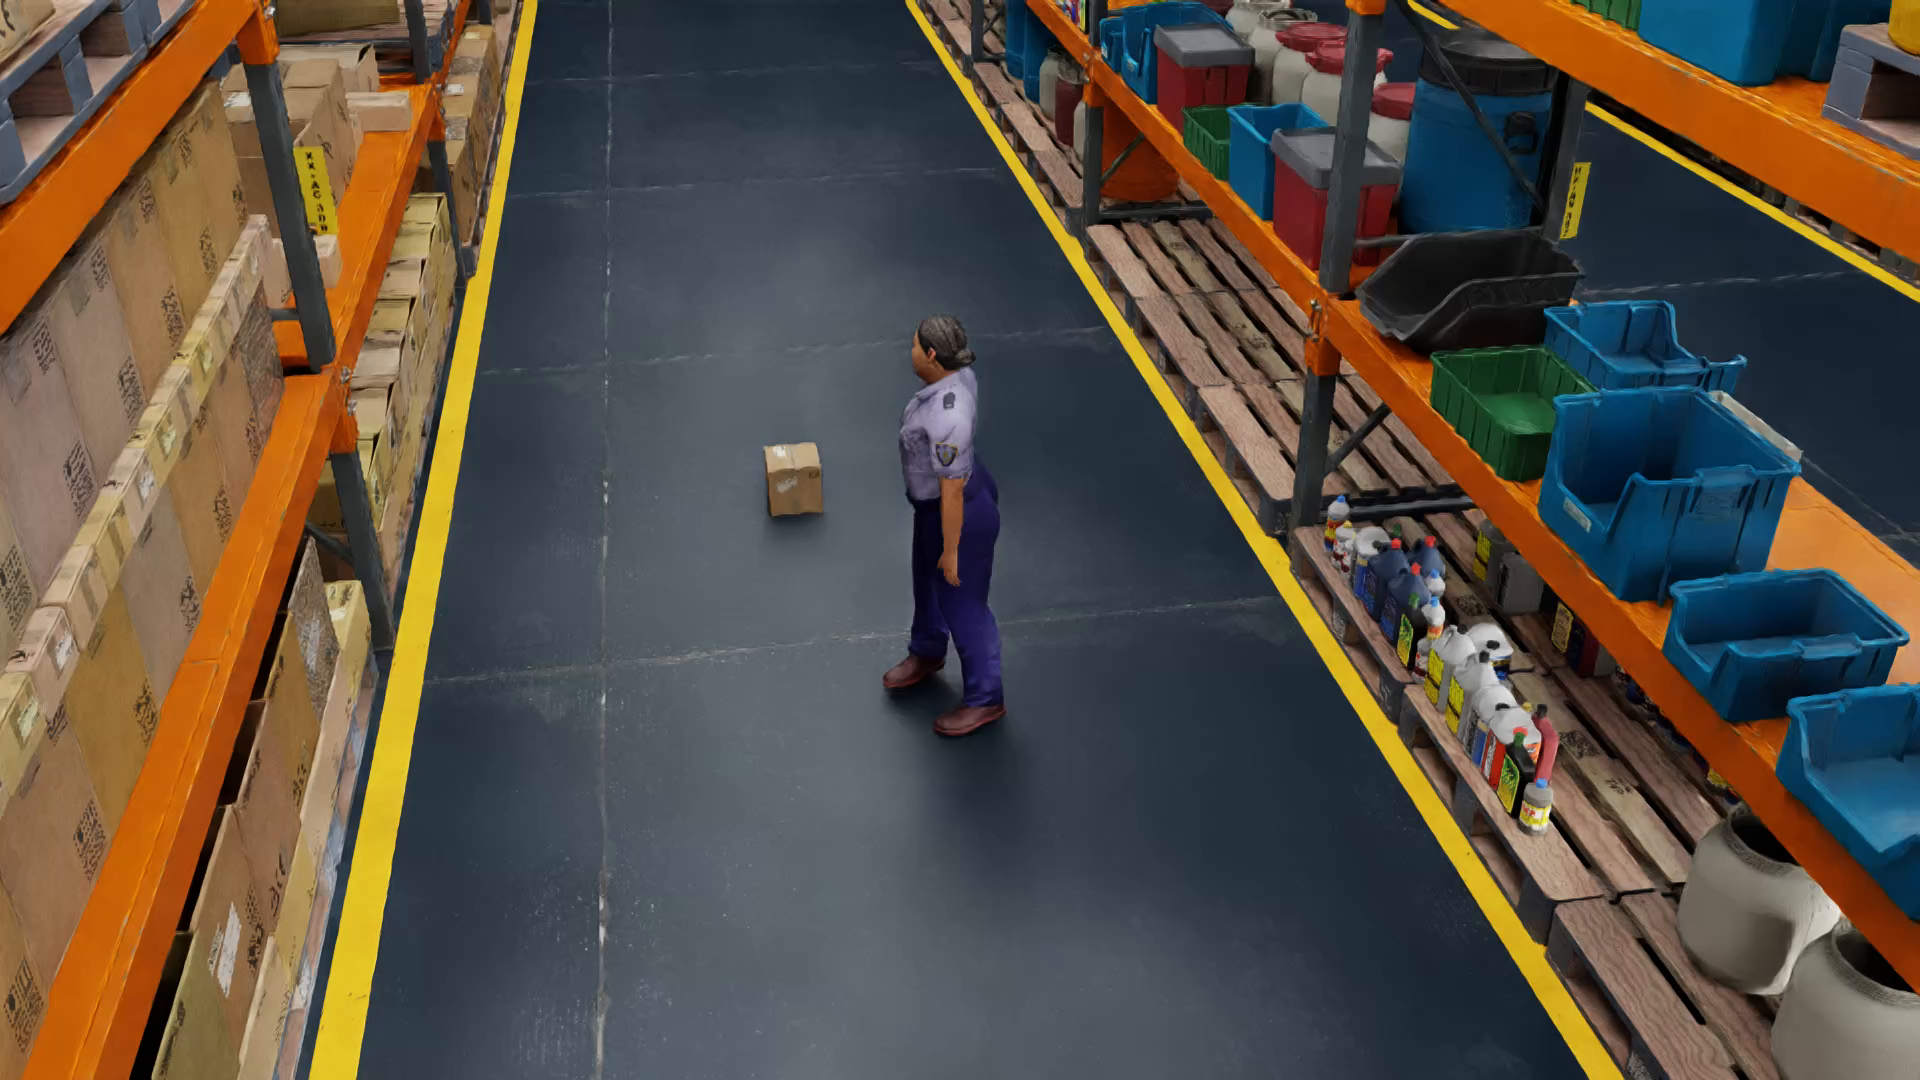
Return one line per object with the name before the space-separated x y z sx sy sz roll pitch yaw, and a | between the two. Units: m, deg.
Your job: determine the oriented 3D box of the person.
person | -0.065 -0.071 6.252 0.485 1.641 0.559 -1 31 -1
